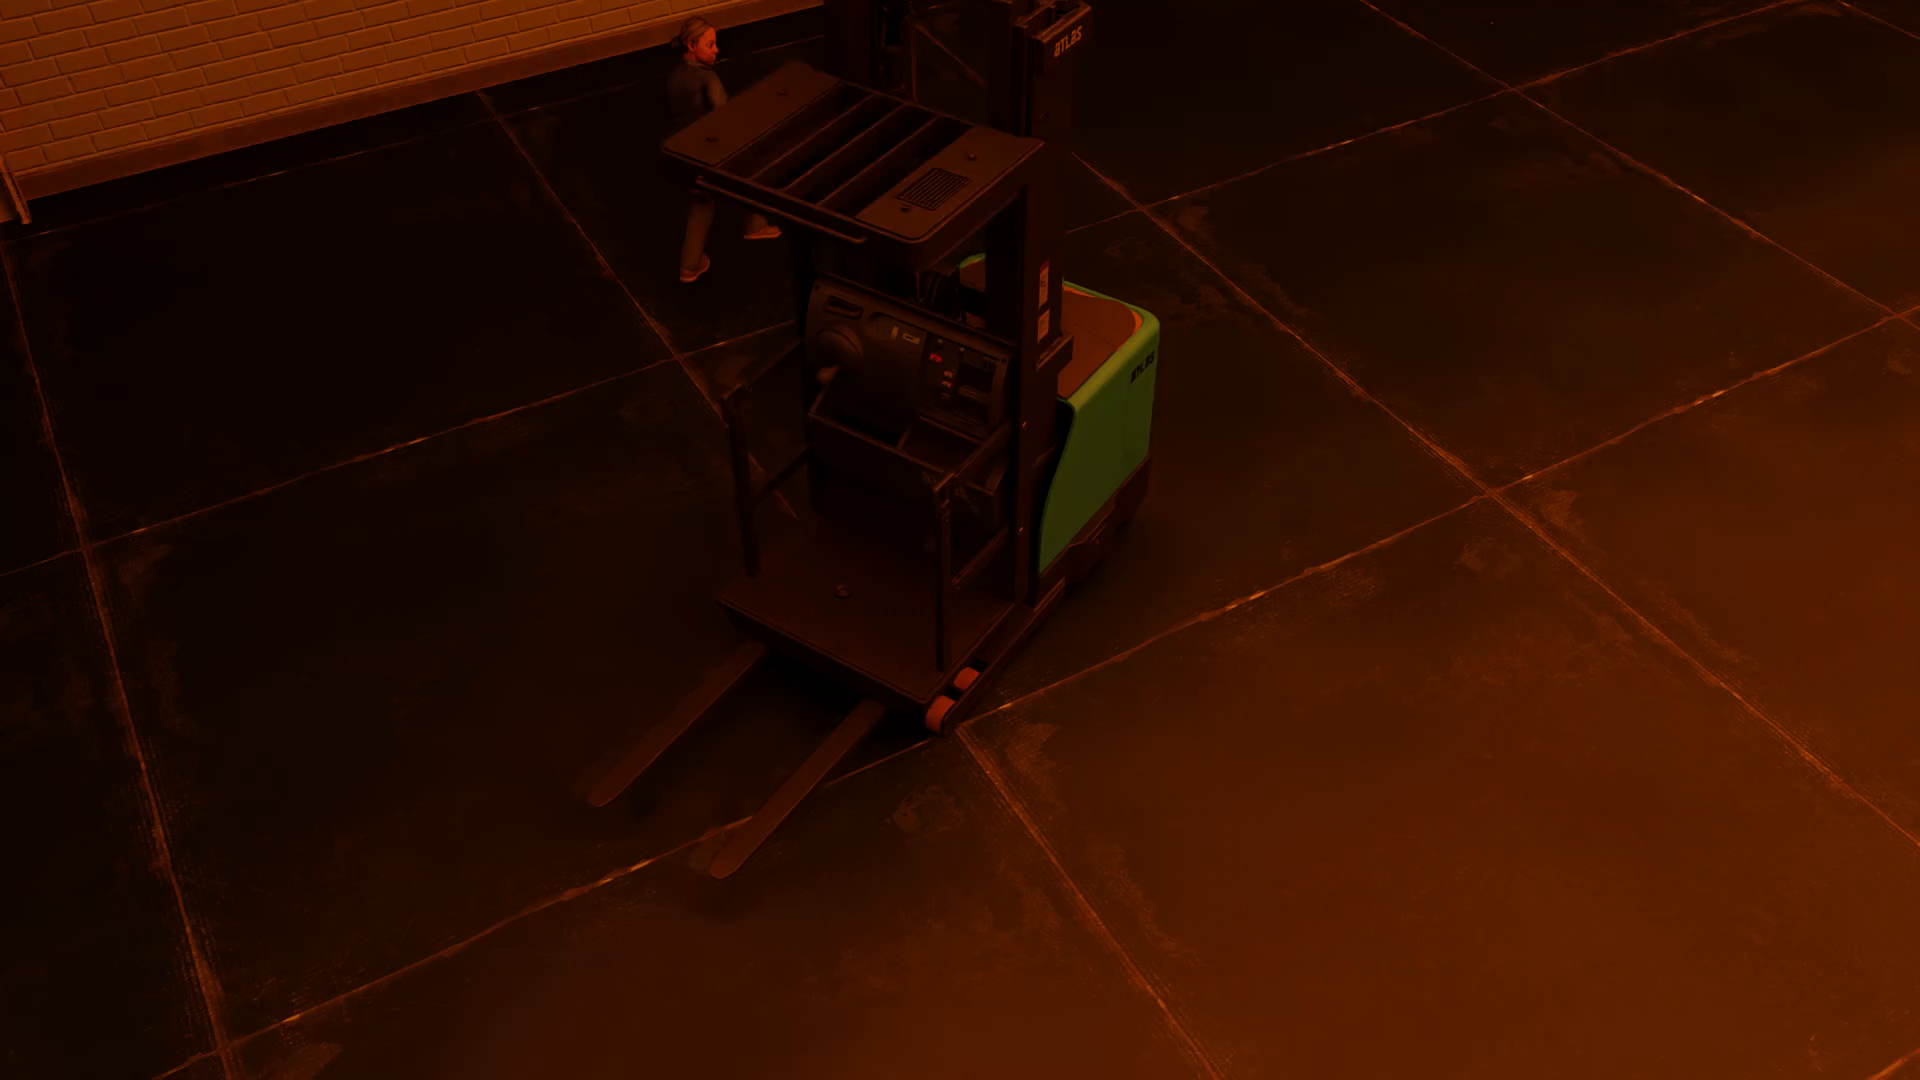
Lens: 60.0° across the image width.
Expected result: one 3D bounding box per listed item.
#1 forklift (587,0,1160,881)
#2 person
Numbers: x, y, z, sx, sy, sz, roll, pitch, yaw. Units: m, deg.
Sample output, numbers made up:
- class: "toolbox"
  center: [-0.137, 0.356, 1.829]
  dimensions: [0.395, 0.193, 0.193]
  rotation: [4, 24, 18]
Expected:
- class: "forklift"
  center: [-0.332, -0.630, 6.377]
  dimensions: [1.130, 2.935, 3.031]
  rotation: [24, 48, 24]
- class: "person"
  center: [-1.264, -2.075, 8.959]
  dimensions: [0.687, 1.466, 0.695]
  rotation: [14, 45, 15]
